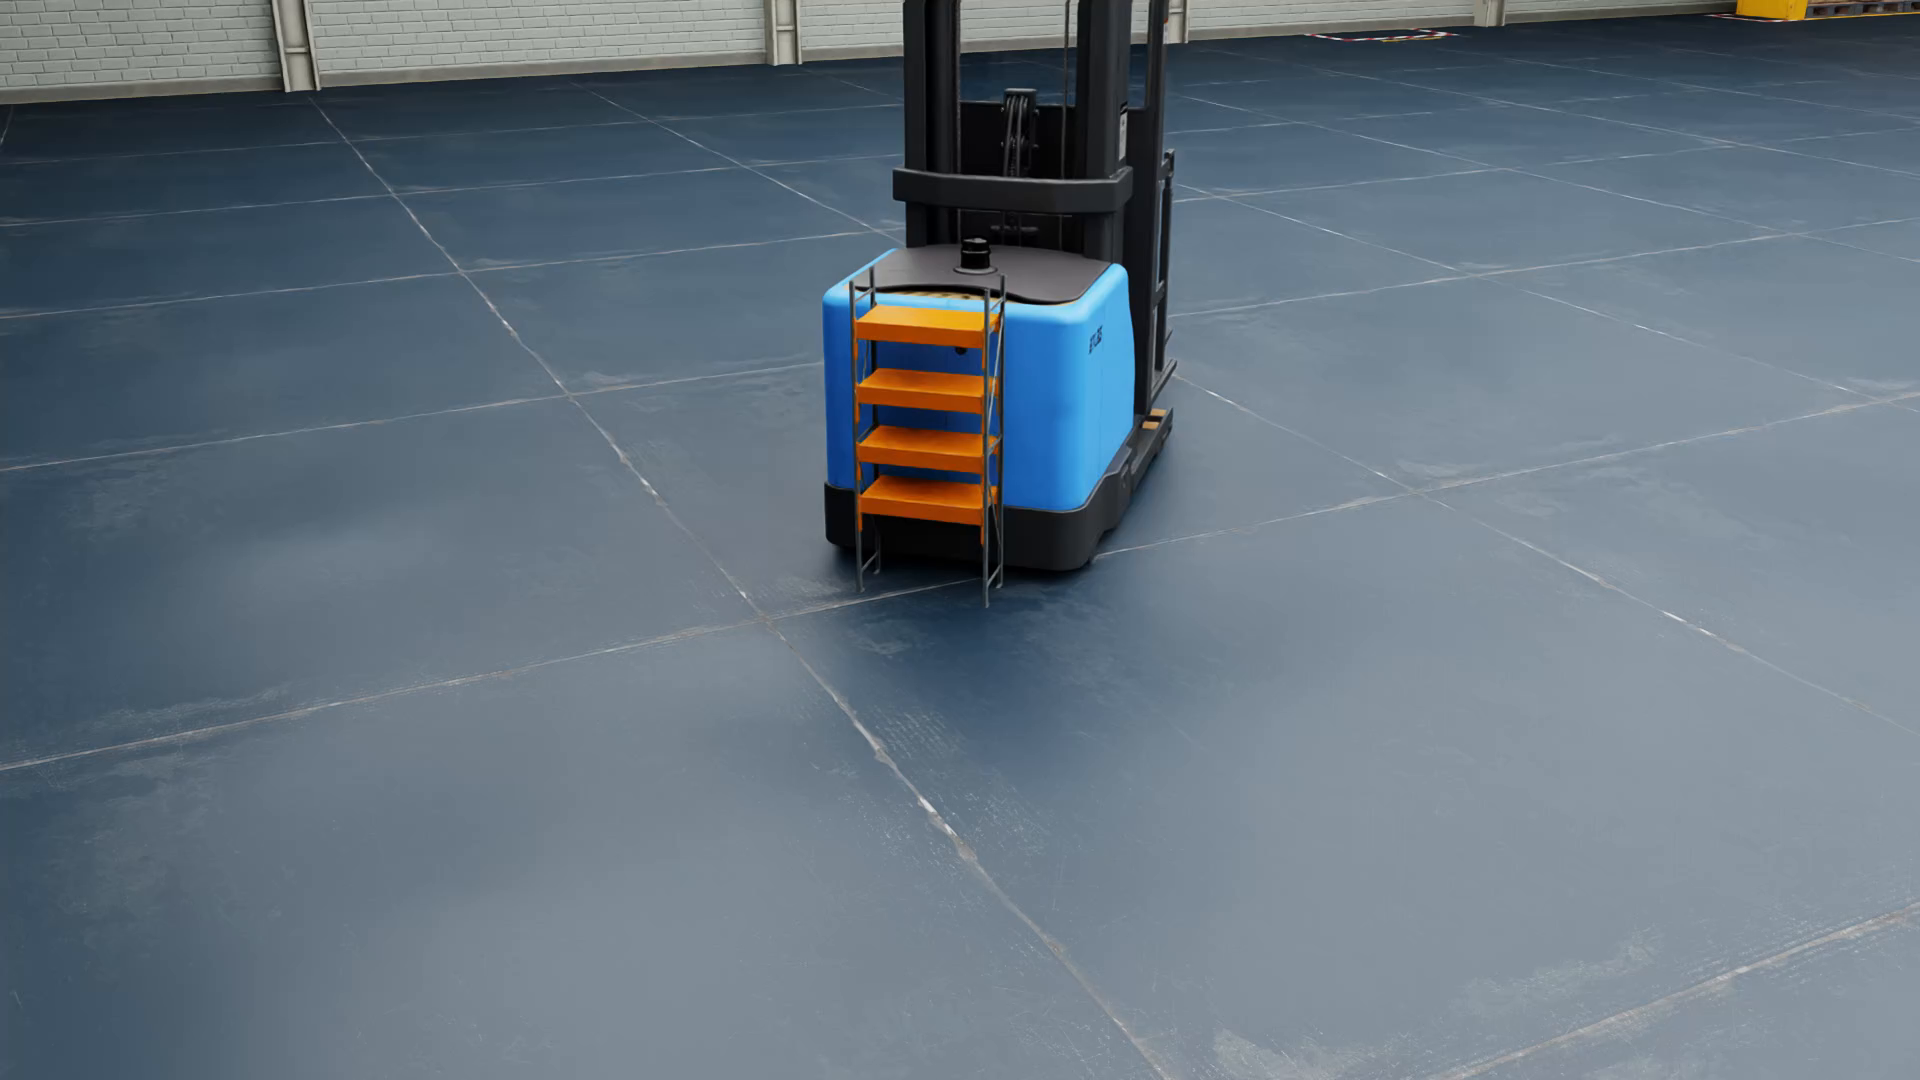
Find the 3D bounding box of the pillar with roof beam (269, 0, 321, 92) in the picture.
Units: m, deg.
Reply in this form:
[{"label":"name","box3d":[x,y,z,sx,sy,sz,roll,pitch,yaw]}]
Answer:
[{"label":"pillar with roof beam","box3d":[-5.858,-7.961,14.217,0.400,9.000,9.100,-10,25,-24]}]

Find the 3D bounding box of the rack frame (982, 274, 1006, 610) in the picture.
[{"label":"rack frame","box3d":[0.122,-0.340,6.003,0.015,1.200,0.240,6,23,15]}]

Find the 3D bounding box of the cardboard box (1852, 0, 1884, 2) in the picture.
[{"label":"cardboard box","box3d":[15.504,-9.571,28.642,0.500,0.500,0.700,-12,25,-27]}]

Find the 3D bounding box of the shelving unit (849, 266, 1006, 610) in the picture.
[{"label":"shelving unit","box3d":[-0.112,-0.366,6.066,0.503,1.200,0.258,6,23,15]}]

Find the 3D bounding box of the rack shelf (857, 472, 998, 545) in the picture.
[{"label":"rack shelf","box3d":[-0.112,-0.120,6.167,0.480,0.148,0.258,6,23,15]}]

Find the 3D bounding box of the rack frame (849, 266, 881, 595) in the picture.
[{"label":"rack frame","box3d":[-0.347,-0.392,6.128,0.015,1.200,0.240,6,23,15]}]

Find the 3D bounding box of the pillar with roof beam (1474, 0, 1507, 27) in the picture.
[{"label":"pillar with roof beam","box3d":[10.361,-10.947,21.430,0.400,9.000,9.100,-10,25,-24]}]

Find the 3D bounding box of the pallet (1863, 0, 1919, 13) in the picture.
[{"label":"pallet","box3d":[16.659,-9.491,29.403,1.213,0.211,1.003,-10,25,-24]}]

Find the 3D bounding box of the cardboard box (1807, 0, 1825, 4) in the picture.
[{"label":"cardboard box","box3d":[14.307,-9.284,28.198,0.500,0.311,0.500,-14,26,-30]}]

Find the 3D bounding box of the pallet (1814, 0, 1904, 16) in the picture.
[{"label":"pallet","box3d":[15.558,-9.287,28.910,1.213,0.211,1.003,-10,25,-24]}]

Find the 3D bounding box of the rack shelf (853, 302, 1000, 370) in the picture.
[{"label":"rack shelf","box3d":[-0.112,-0.729,5.915,0.480,0.148,0.258,6,23,15]}]

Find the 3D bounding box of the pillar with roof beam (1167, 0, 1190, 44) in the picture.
[{"label":"pillar with roof beam","box3d":[4.955,-9.952,19.026,0.400,9.000,9.100,-10,25,-24]}]

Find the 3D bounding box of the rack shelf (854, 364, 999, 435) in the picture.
[{"label":"rack shelf","box3d":[-0.112,-0.511,6.006,0.480,0.148,0.258,6,23,15]}]

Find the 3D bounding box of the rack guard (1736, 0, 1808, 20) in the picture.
[{"label":"rack guard","box3d":[13.713,-9.097,28.074,0.348,0.500,1.175,-10,25,-24]}]

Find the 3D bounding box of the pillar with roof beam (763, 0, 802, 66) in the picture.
[{"label":"pillar with roof beam","box3d":[-0.452,-8.956,16.621,0.400,9.000,9.100,-10,25,-24]}]

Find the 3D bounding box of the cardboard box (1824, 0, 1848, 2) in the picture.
[{"label":"cardboard box","box3d":[14.821,-9.379,28.426,0.500,0.311,0.500,-8,24,-19]}]

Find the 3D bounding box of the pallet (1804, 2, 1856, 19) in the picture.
[{"label":"pallet","box3d":[14.461,-9.086,28.425,1.213,0.211,1.003,-10,25,-24]}]

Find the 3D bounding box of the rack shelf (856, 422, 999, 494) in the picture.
[{"label":"rack shelf","box3d":[-0.112,-0.304,6.091,0.480,0.148,0.258,6,23,15]}]

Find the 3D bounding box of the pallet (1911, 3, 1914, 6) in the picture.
[{"label":"pallet","box3d":[17.950,-9.744,30.015,1.213,0.211,1.003,-10,25,-24]}]

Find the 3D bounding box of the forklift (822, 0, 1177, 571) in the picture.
[{"label":"forklift","box3d":[0.377,-1.772,7.199,1.130,2.935,3.031,6,23,15]}]
